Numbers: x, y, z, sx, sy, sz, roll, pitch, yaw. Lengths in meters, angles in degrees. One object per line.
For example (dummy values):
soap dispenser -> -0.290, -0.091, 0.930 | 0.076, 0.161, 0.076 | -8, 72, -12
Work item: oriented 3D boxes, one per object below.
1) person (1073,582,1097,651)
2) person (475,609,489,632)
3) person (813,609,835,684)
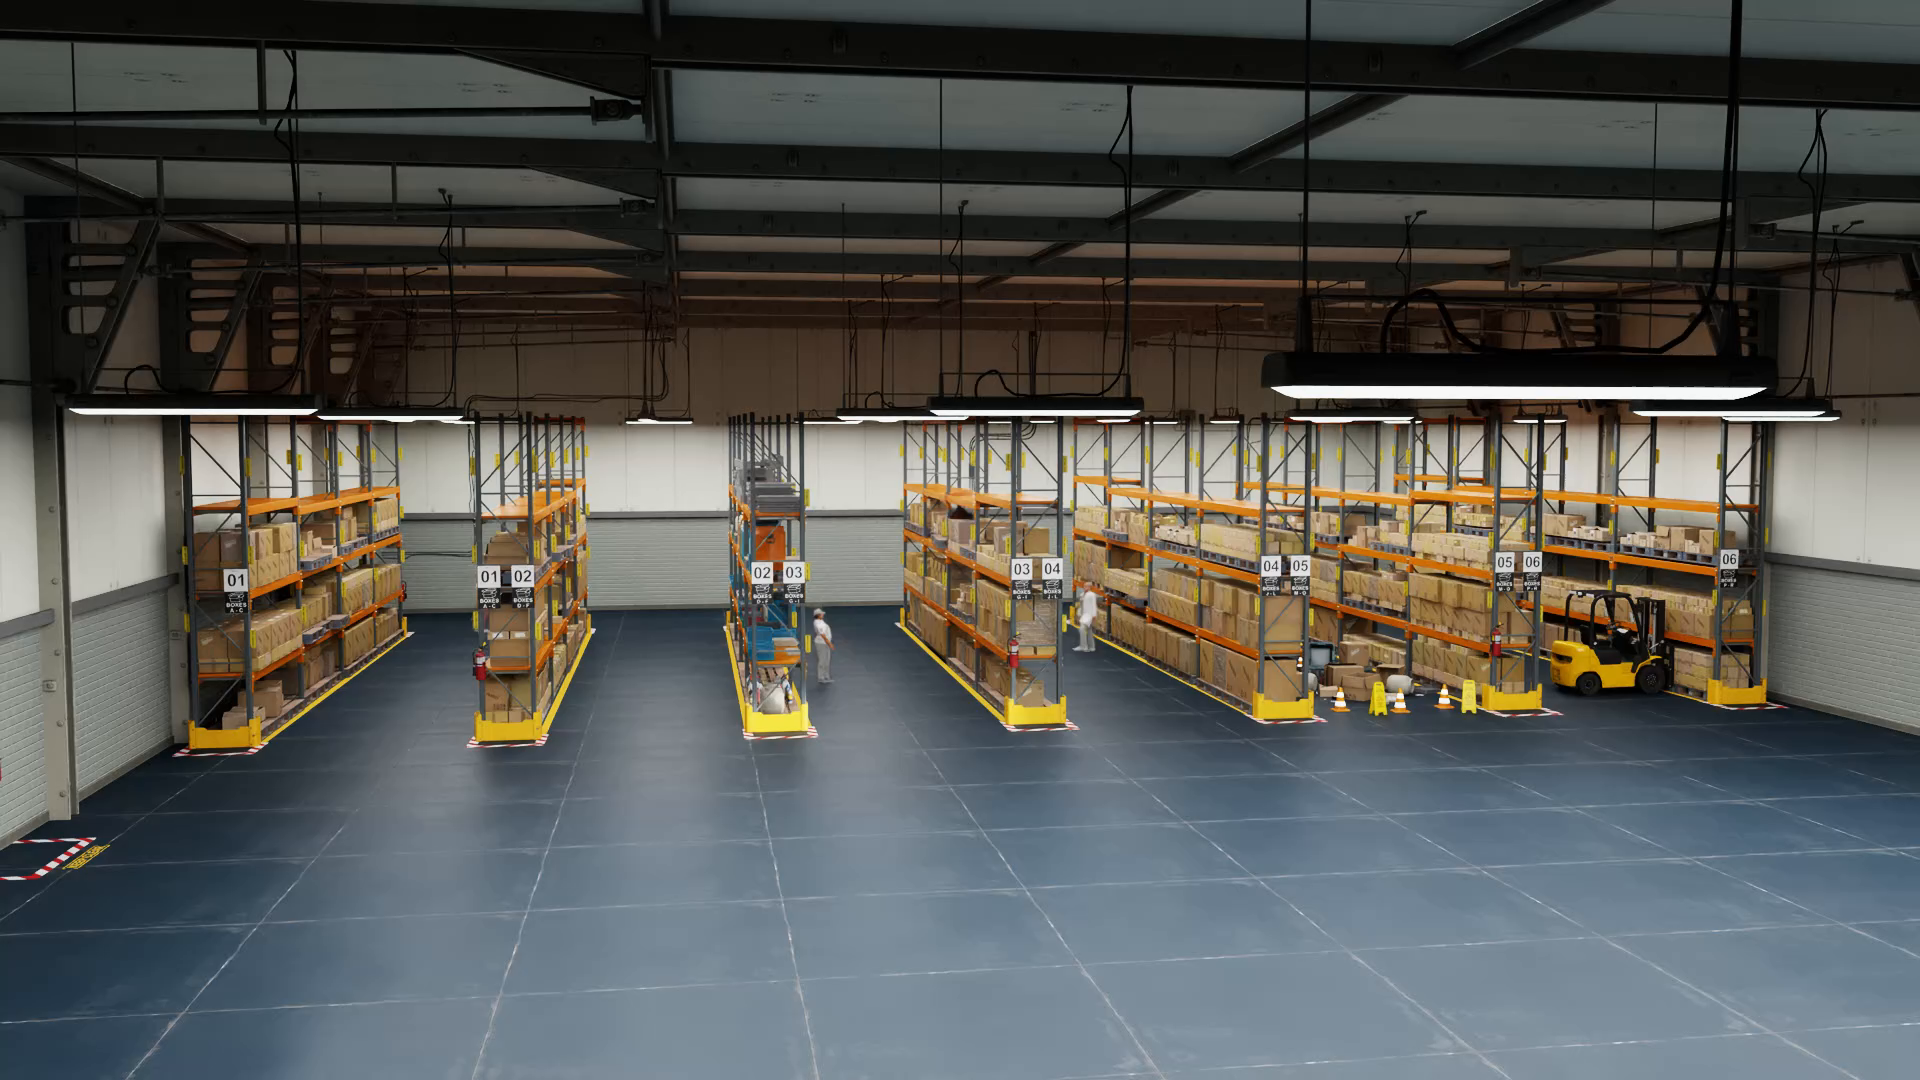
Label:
person -> 3.130, 2.002, 42.304 | 0.661, 1.679, 0.609 | -1, 4, -16
person -> -13.010, 1.746, 46.210 | 0.945, 1.624, 0.520 | -1, 4, -16
person -> -3.021, 2.368, 37.143 | 0.555, 1.680, 0.572 | 1, 4, 11
